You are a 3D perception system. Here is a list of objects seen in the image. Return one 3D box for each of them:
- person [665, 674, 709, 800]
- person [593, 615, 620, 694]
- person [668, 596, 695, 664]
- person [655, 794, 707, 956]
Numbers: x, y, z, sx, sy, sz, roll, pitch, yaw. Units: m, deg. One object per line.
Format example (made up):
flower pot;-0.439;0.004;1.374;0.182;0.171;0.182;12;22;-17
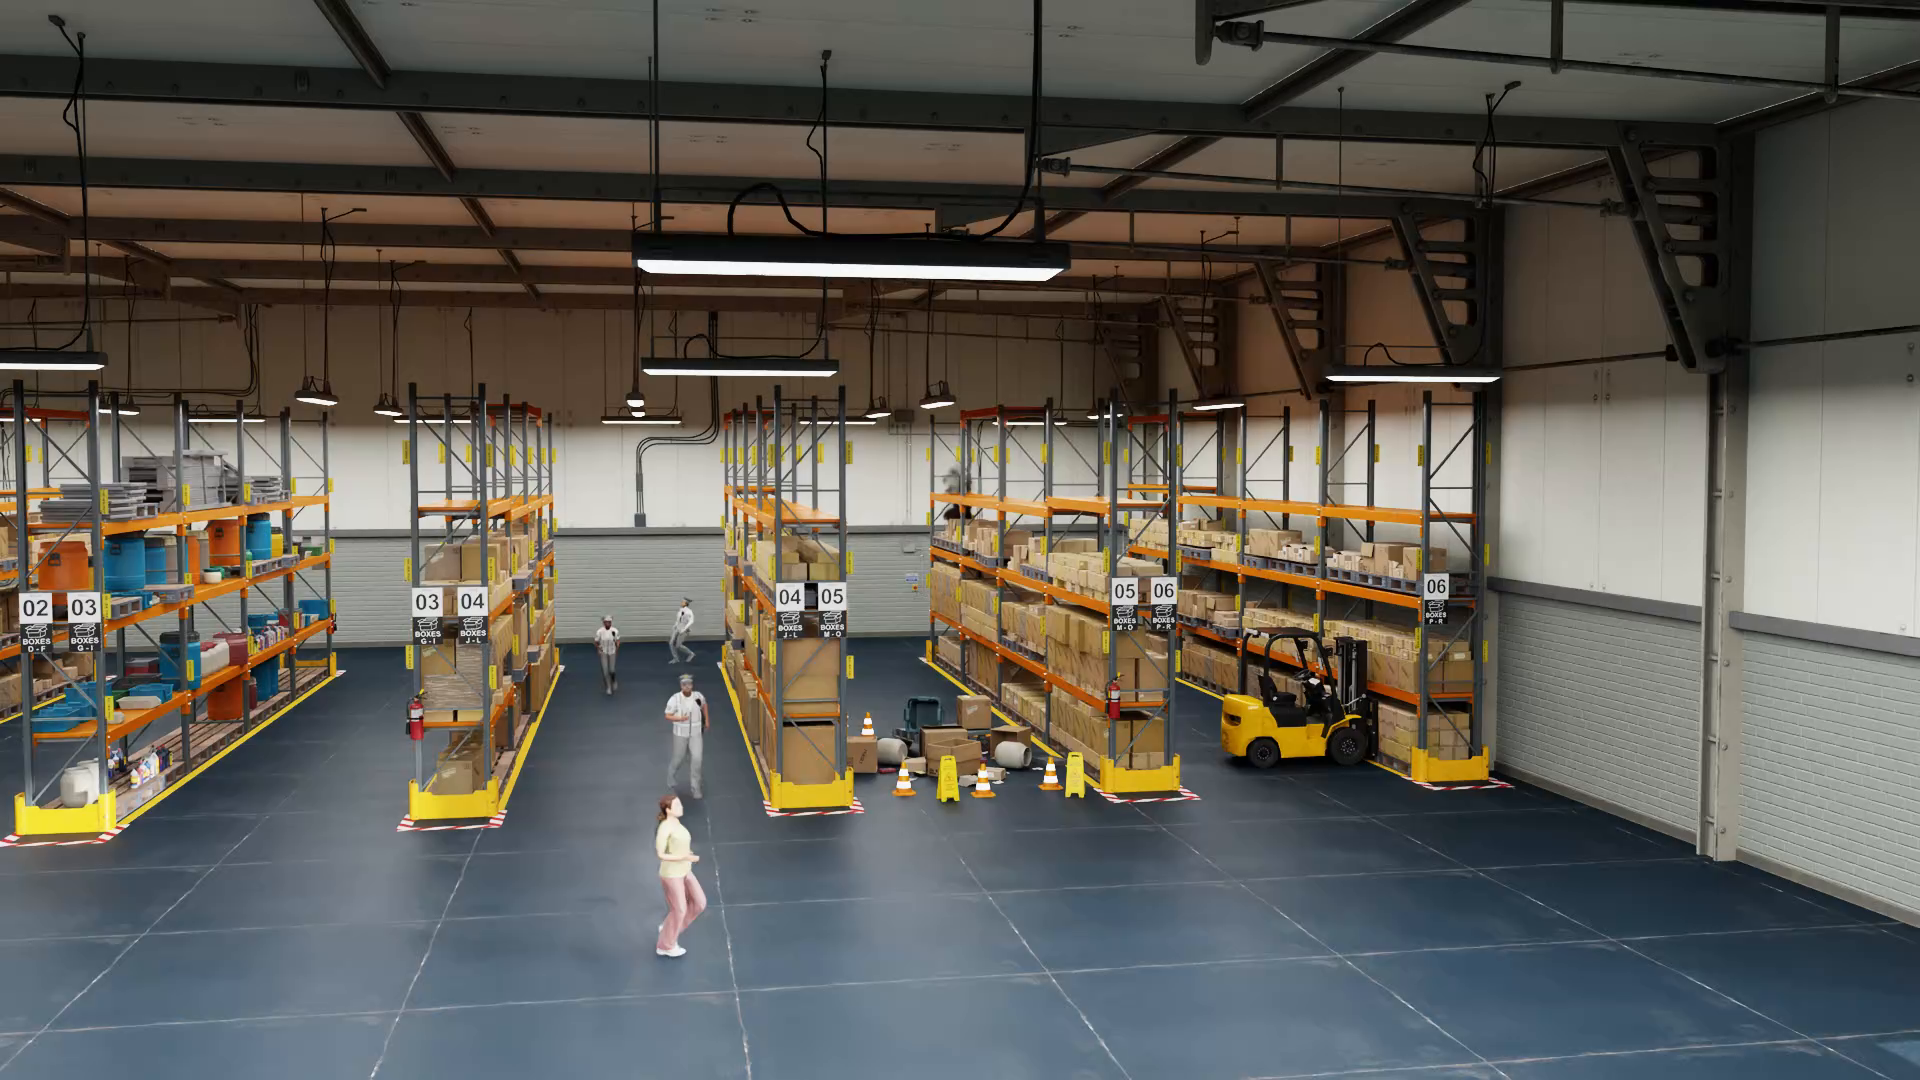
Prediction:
person;-4.036;2.871;24.569;0.671;1.825;0.964;-1;3;-21
person;-7.408;2.405;34.929;0.562;1.668;0.573;-1;3;-14
person;-6.692;2.167;40.009;0.611;1.634;0.643;-2;3;-32
person;-2.787;3.333;16.563;0.526;1.627;0.570;1;3;15
